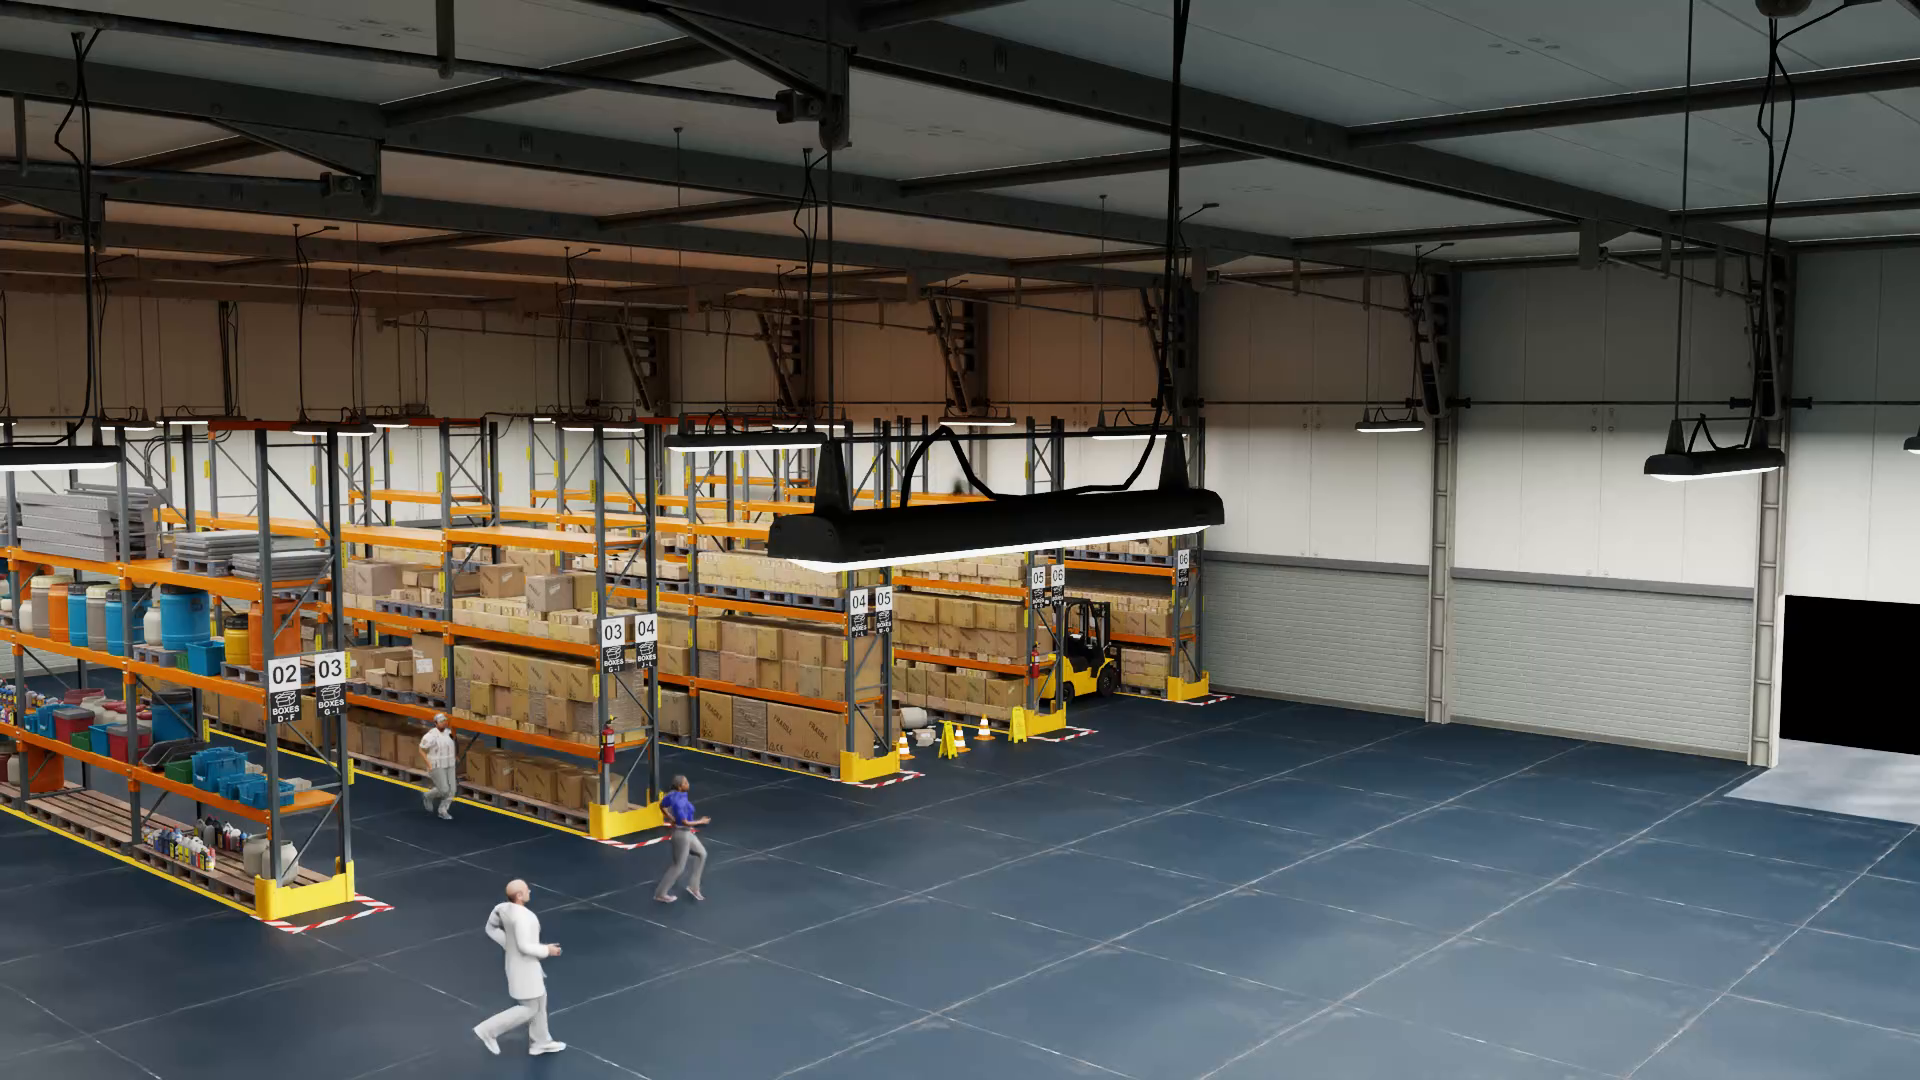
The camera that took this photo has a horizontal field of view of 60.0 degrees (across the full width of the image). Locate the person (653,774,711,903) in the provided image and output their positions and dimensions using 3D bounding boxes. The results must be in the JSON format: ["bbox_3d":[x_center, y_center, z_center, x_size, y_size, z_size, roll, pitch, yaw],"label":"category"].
[{"bbox_3d":[-3.522,3.790,21.022,0.734,1.674,0.581,-1,5,-14],"label":"person"}]

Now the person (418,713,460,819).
[{"bbox_3d":[-7.873,3.429,25.243,0.554,1.617,0.621,3,6,35],"label":"person"}]

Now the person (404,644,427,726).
[{"bbox_3d":[-10.577,2.831,31.965,0.956,1.684,0.576,3,6,35],"label":"person"}]

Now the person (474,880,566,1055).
[{"bbox_3d":[-4.246,4.131,15.972,0.924,1.762,0.711,-3,6,-34],"label":"person"}]
